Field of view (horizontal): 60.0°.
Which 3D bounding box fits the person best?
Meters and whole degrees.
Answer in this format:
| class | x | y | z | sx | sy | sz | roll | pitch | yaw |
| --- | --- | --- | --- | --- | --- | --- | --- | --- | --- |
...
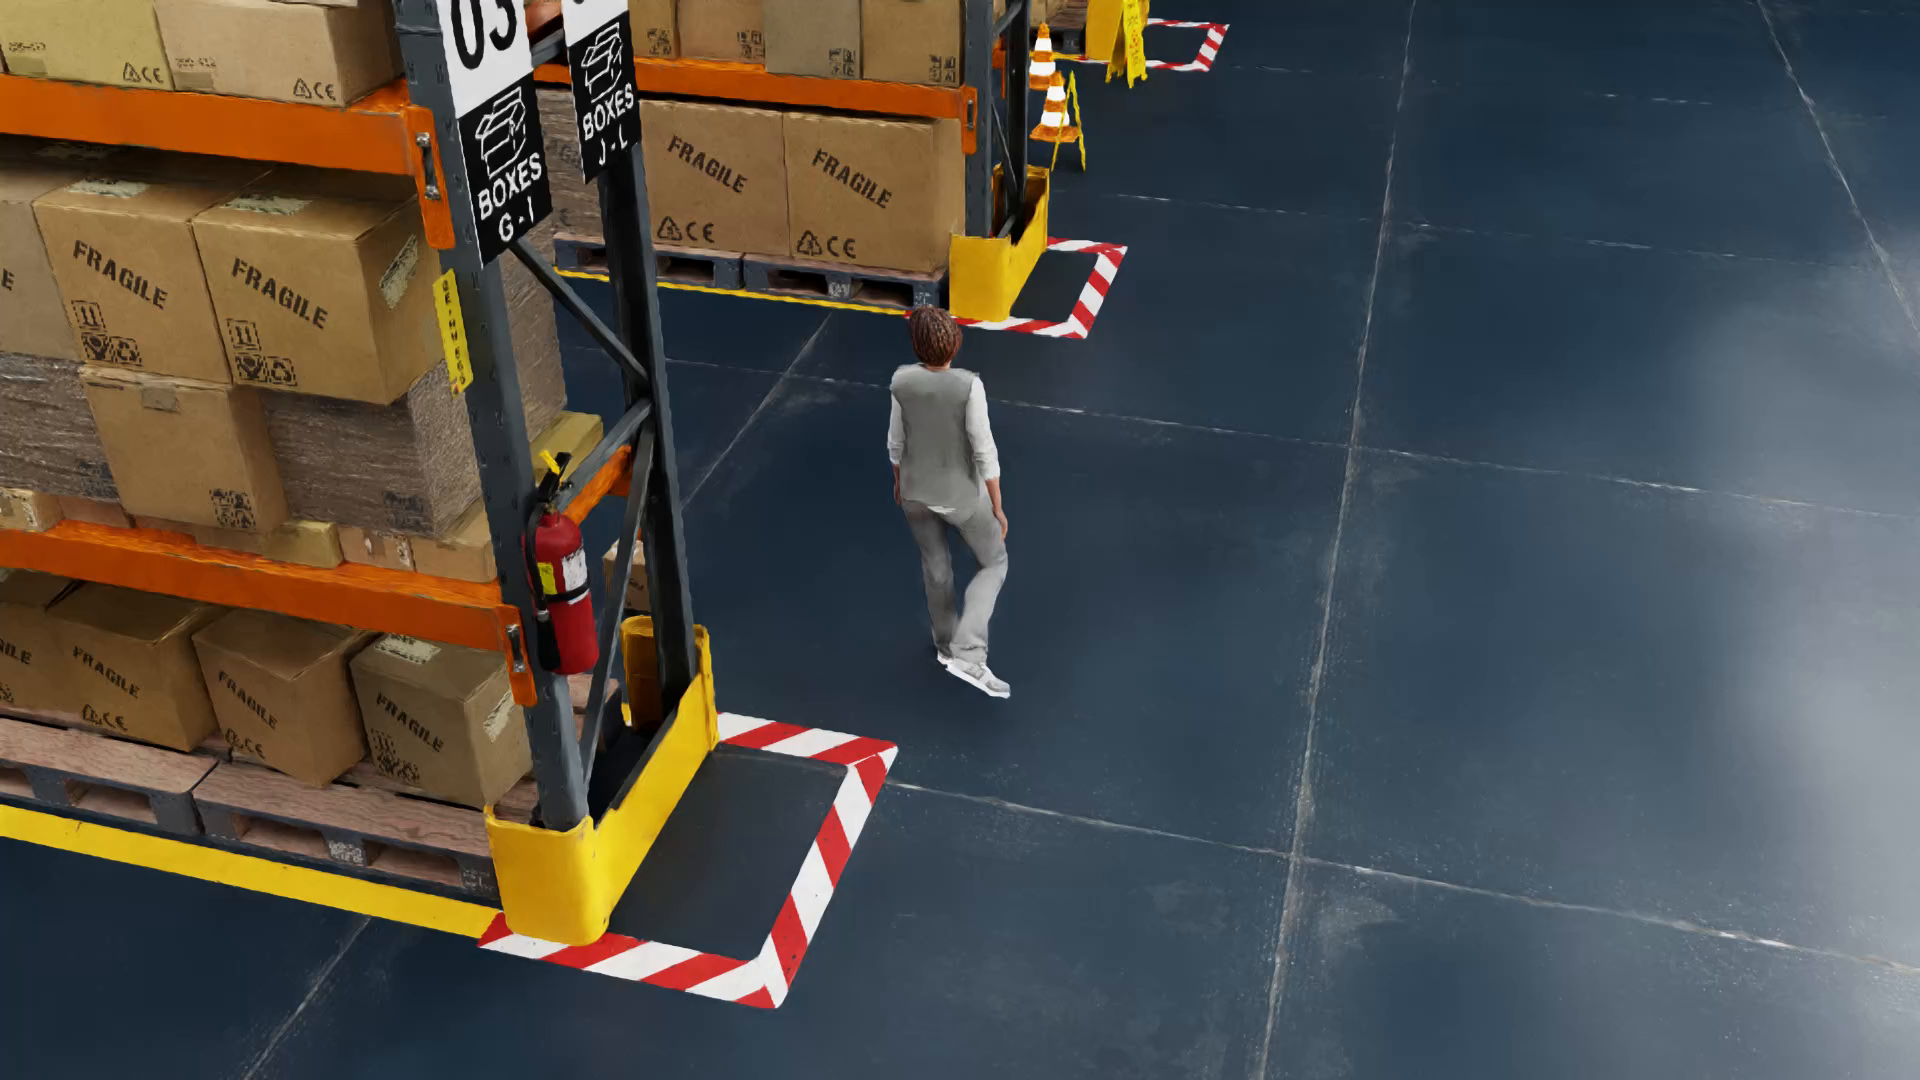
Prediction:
| class | x | y | z | sx | sy | sz | roll | pitch | yaw |
| --- | --- | --- | --- | --- | --- | --- | --- | --- | --- |
| person | -0.019 | -0.110 | 6.335 | 0.610 | 1.578 | 0.559 | 12 | 35 | 18 |
